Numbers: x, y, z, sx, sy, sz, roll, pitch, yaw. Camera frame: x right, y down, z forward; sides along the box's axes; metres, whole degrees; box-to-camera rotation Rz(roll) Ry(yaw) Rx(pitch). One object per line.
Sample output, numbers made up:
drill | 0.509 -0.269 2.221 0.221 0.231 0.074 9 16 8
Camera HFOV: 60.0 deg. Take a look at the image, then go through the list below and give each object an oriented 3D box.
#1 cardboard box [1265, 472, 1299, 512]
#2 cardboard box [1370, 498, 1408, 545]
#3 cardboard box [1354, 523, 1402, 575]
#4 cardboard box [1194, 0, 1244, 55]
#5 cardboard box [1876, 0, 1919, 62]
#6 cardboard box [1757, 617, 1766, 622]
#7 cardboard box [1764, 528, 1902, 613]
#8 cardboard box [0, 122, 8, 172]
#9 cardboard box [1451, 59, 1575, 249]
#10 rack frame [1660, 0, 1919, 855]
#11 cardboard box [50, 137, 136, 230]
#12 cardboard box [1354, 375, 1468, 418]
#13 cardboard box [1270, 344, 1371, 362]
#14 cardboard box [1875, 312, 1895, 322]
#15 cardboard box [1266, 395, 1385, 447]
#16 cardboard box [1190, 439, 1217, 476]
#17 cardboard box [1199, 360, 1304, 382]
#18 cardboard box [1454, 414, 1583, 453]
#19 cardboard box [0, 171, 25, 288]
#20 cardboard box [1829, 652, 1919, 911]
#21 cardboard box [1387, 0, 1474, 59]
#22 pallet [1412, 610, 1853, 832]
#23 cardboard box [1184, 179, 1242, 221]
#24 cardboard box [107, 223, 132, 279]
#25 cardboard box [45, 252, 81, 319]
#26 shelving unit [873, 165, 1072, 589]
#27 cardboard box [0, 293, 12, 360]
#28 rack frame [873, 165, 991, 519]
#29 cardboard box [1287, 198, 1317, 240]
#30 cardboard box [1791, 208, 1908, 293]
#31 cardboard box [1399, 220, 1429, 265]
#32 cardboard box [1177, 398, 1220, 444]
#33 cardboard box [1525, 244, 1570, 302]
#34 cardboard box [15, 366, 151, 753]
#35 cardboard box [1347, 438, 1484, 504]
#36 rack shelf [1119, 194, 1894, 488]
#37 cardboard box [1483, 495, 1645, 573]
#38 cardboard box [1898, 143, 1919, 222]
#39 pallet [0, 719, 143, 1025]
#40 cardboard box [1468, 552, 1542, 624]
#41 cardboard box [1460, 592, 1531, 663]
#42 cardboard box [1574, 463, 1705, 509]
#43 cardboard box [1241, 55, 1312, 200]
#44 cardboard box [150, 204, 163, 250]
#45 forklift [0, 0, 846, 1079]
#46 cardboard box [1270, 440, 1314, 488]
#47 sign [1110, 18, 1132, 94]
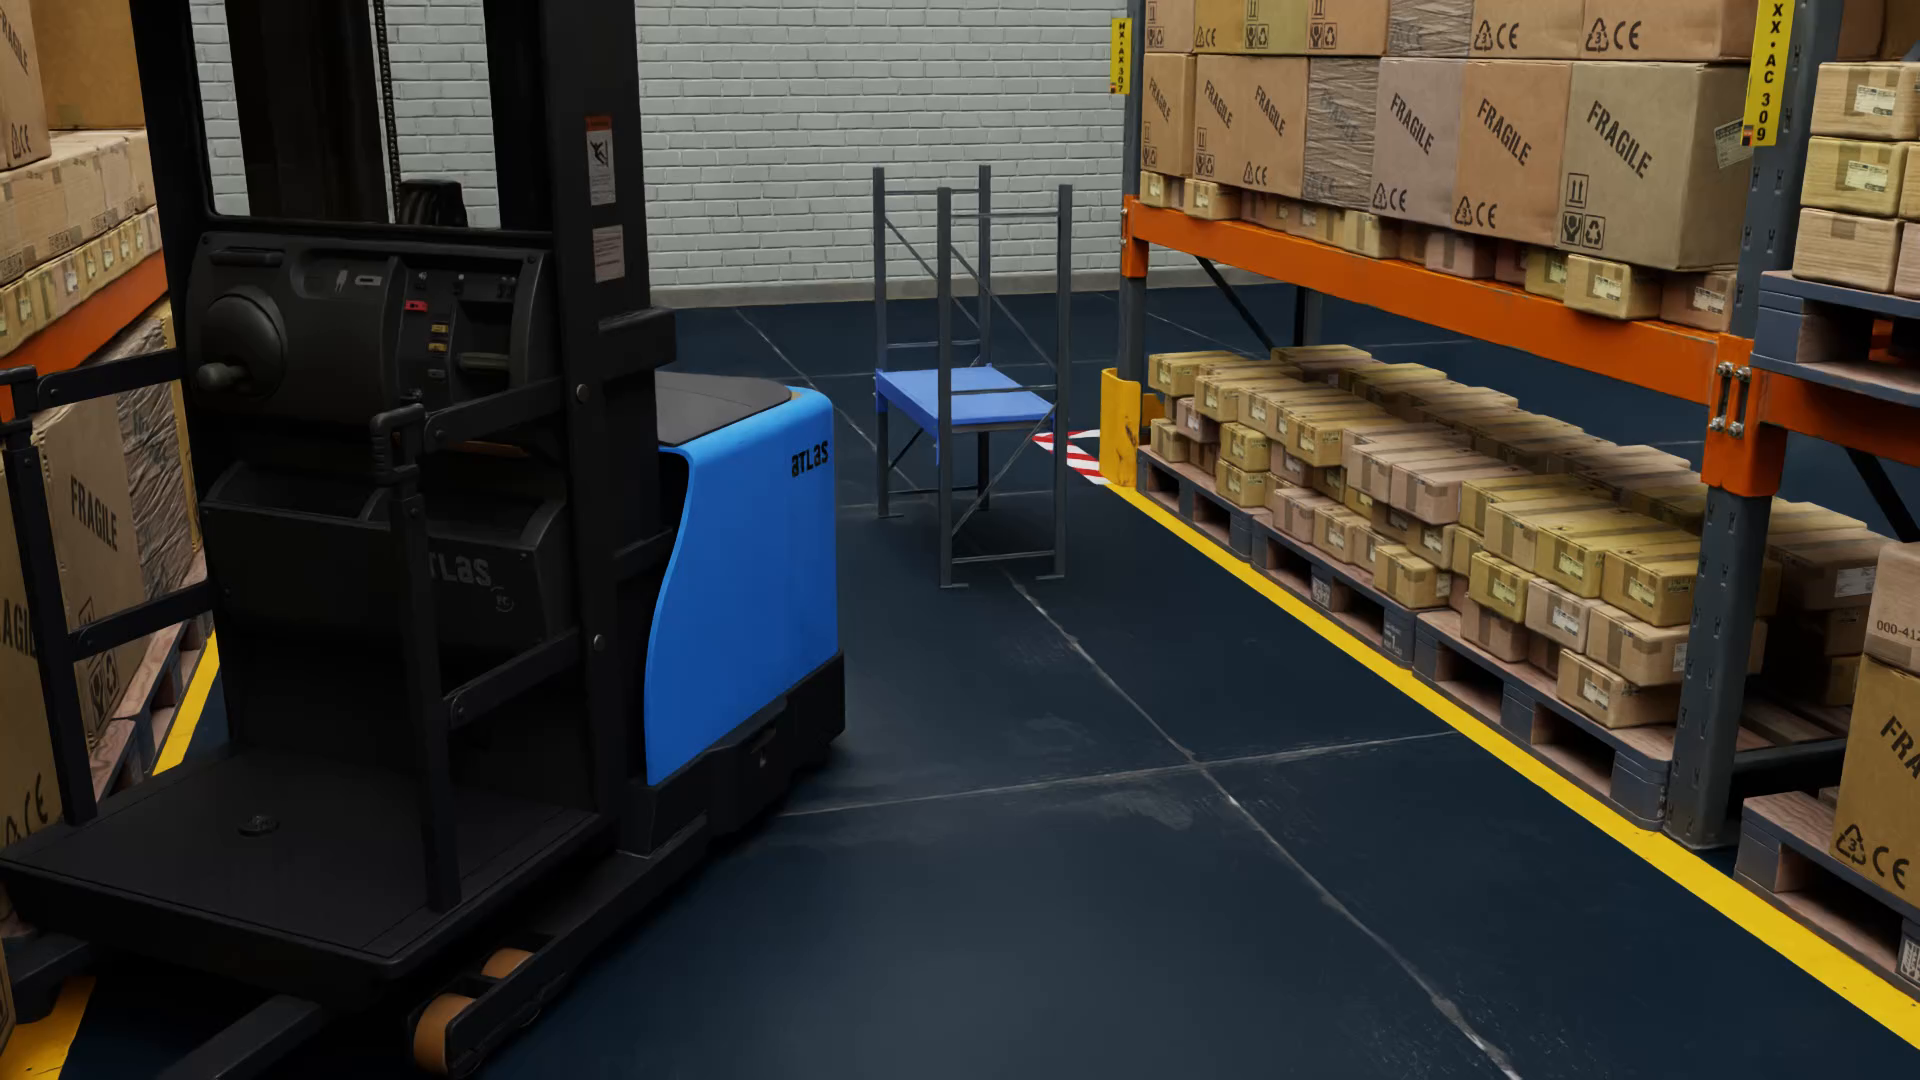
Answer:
cardboard box | 1.433 -0.182 6.569 0.380 0.149 0.250 -5 17 -15
cardboard box | 1.657 -0.095 5.763 0.380 0.149 0.250 -6 18 -18
cardboard box | 1.617 0.032 5.856 0.380 0.149 0.250 -4 17 -14
cardboard box | 1.257 -2.178 6.560 0.500 0.500 0.500 -4 17 -14
cardboard box | 2.454 -1.500 4.302 0.500 0.500 0.500 -4 17 -14
cardboard box | 2.396 0.147 4.958 0.380 0.149 0.250 -5 17 -15
cardboard box | 2.448 0.081 4.659 0.380 0.149 0.250 -4 17 -13
cardboard box | -2.467 -1.042 3.646 0.500 0.500 0.500 -5 17 -15
cardboard box | 1.797 -1.132 4.816 0.500 0.500 0.500 -5 17 -17
rack frame | 2.344 -0.686 4.023 1.000 3.000 0.127 -5 17 -15
cardboard box | -2.885 -1.105 5.161 0.500 0.250 0.500 -5 18 -17
cardboard box | 1.851 -0.575 6.843 0.380 0.149 0.250 -5 18 -17
cardboard box | 1.633 -0.787 7.550 0.380 0.149 0.250 -4 17 -15
cardboard box | 2.580 -0.670 4.407 0.380 0.149 0.250 -4 17 -13
cardboard box | 1.414 -0.456 6.447 0.380 0.149 0.250 -4 17 -13
cardboard box | 1.231 -0.393 7.270 0.380 0.149 0.250 -5 17 -15
cardboard box | 1.253 -0.675 7.177 0.380 0.149 0.250 -4 17 -14
cardboard box | 2.043 -0.353 6.105 0.380 0.149 0.250 -5 17 -15
cardboard box | -2.462 -0.682 3.751 0.500 0.250 0.500 -5 17 -16
cardboard box | 2.292 0.535 3.572 0.500 0.500 0.500 -4 17 -13
cardboard box | 1.680 -1.750 5.134 0.500 0.500 0.500 -4 17 -14
pallet | 2.125 0.466 5.034 1.003 0.211 1.213 -5 17 -15
cardboard box | 1.150 -1.411 6.873 0.380 0.149 0.250 -5 17 -17
cardboard box | -2.784 -0.882 5.111 0.380 0.149 0.250 -5 17 -15
cardboard box | -2.571 -0.669 4.401 0.380 0.149 0.250 -4 17 -15
shelving unit | 0.023 -0.695 6.658 0.538 1.500 1.048 -5 17 -15
cardboard box | -2.360 -0.456 3.691 0.380 0.149 0.250 -4 17 -13
rack frame | -0.116 -0.835 7.126 0.500 1.500 0.032 -5 17 -15
cardboard box | 1.445 -1.203 6.180 0.380 0.149 0.250 -5 17 -16
cardboard box | 2.010 -0.622 3.515 0.380 0.149 0.250 -6 18 -18
cardboard box | 1.679 -0.989 5.466 0.380 0.149 0.250 -5 17 -16
cardboard box | 1.162 -0.526 7.197 0.380 0.149 0.250 -5 17 -16
cardboard box | 1.848 -0.768 4.731 0.380 0.149 0.250 -4 17 -13
cardboard box | -2.805 0.056 4.514 0.875 0.875 0.875 -5 17 -15
cardboard box | 1.566 -0.240 5.728 0.380 0.149 0.250 -5 18 -17
rack shelf | 1.794 -0.895 5.969 1.077 0.370 4.000 -5 17 -15
cardboard box | 1.812 -0.021 4.999 0.380 0.149 0.250 -5 17 -16
cardboard box | 2.083 -0.693 3.234 0.380 0.149 0.250 -5 17 -16
pallet | -2.587 0.797 3.933 1.003 0.211 1.213 -5 17 -15
cardboard box | 1.774 0.127 5.025 0.380 0.149 0.250 -5 18 -17
cardboard box | 1.783 0.250 5.132 0.380 0.149 0.250 -5 18 -17
cardboard box | 2.219 -0.136 5.383 0.380 0.149 0.250 -5 17 -17
cardboard box | 1.396 -1.555 6.223 0.500 0.500 0.500 -4 17 -15
cardboard box | -2.997 -1.094 5.818 0.380 0.149 0.250 -5 17 -15
forklift | -1.371 -0.459 3.384 1.130 2.935 3.031 7 18 22
cardboard box | 1.445 -0.320 6.510 0.380 0.149 0.250 -6 18 -18
sign | 0.723 -2.165 7.439 0.100 0.325 0.005 -5 17 -15
